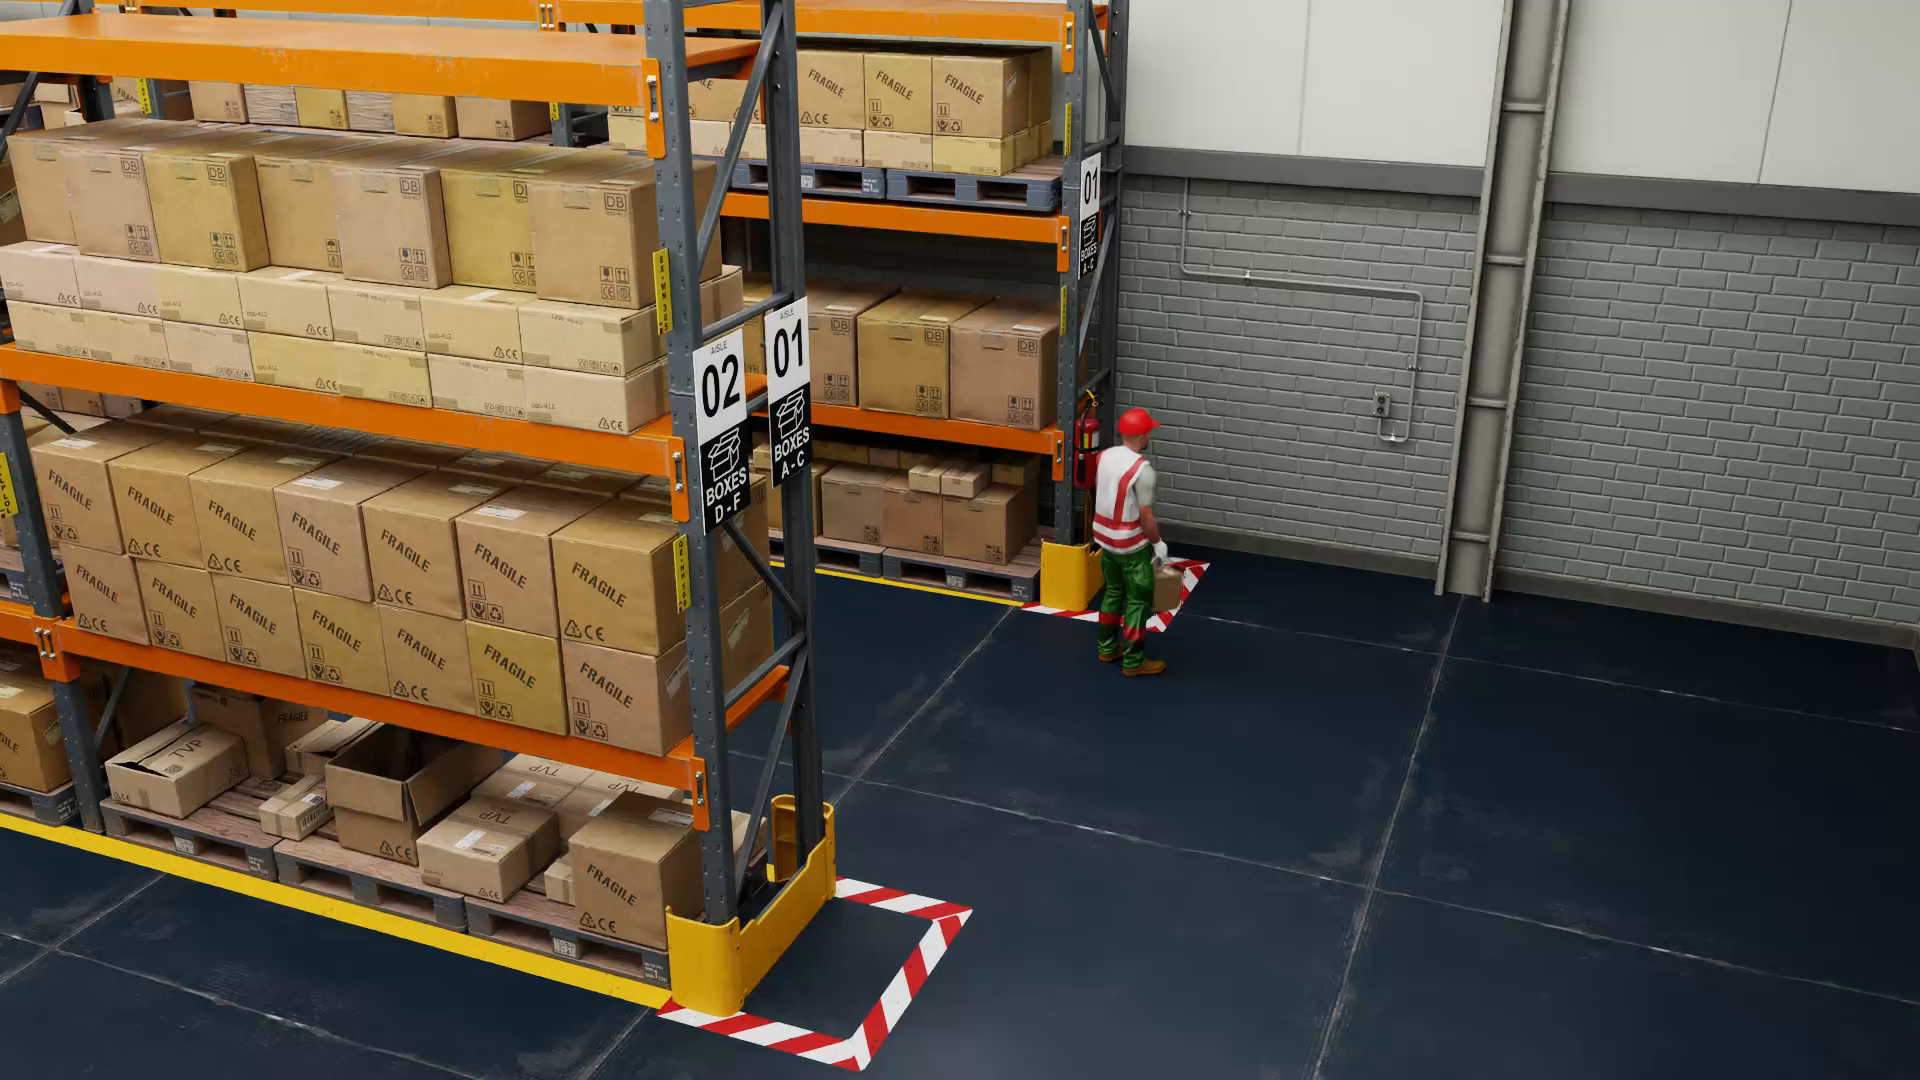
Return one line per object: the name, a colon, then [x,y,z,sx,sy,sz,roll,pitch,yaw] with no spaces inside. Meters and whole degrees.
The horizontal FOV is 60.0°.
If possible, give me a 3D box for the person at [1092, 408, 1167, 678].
person: [1.095,0.007,10.892,0.417,1.785,0.553,-13,26,-29]
